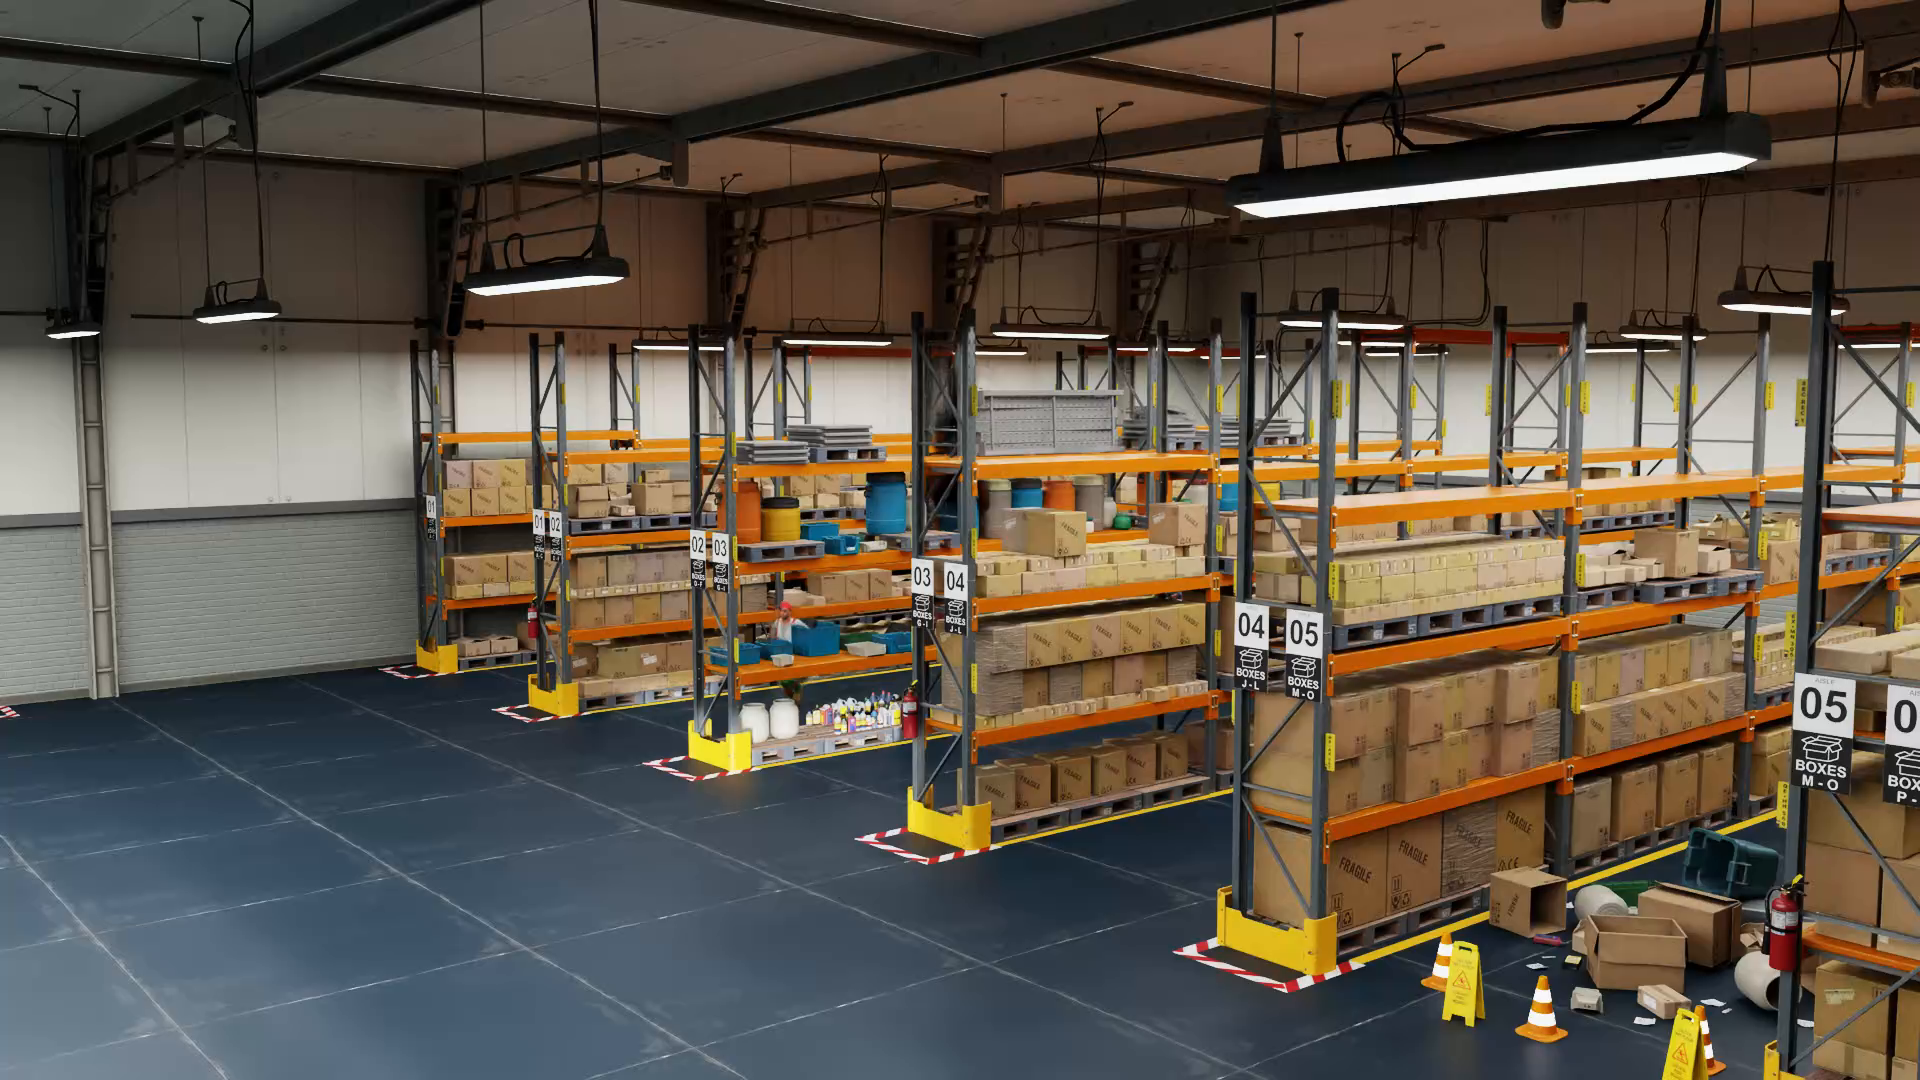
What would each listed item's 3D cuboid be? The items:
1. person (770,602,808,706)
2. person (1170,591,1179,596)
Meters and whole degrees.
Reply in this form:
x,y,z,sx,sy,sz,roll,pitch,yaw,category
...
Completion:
x,y,z,sx,sy,sz,roll,pitch,yaw,category
-2.752,1.846,26.455,0.661,1.735,0.642,2,6,23,person
4.379,1.317,32.983,0.538,1.608,0.600,-5,7,-42,person
